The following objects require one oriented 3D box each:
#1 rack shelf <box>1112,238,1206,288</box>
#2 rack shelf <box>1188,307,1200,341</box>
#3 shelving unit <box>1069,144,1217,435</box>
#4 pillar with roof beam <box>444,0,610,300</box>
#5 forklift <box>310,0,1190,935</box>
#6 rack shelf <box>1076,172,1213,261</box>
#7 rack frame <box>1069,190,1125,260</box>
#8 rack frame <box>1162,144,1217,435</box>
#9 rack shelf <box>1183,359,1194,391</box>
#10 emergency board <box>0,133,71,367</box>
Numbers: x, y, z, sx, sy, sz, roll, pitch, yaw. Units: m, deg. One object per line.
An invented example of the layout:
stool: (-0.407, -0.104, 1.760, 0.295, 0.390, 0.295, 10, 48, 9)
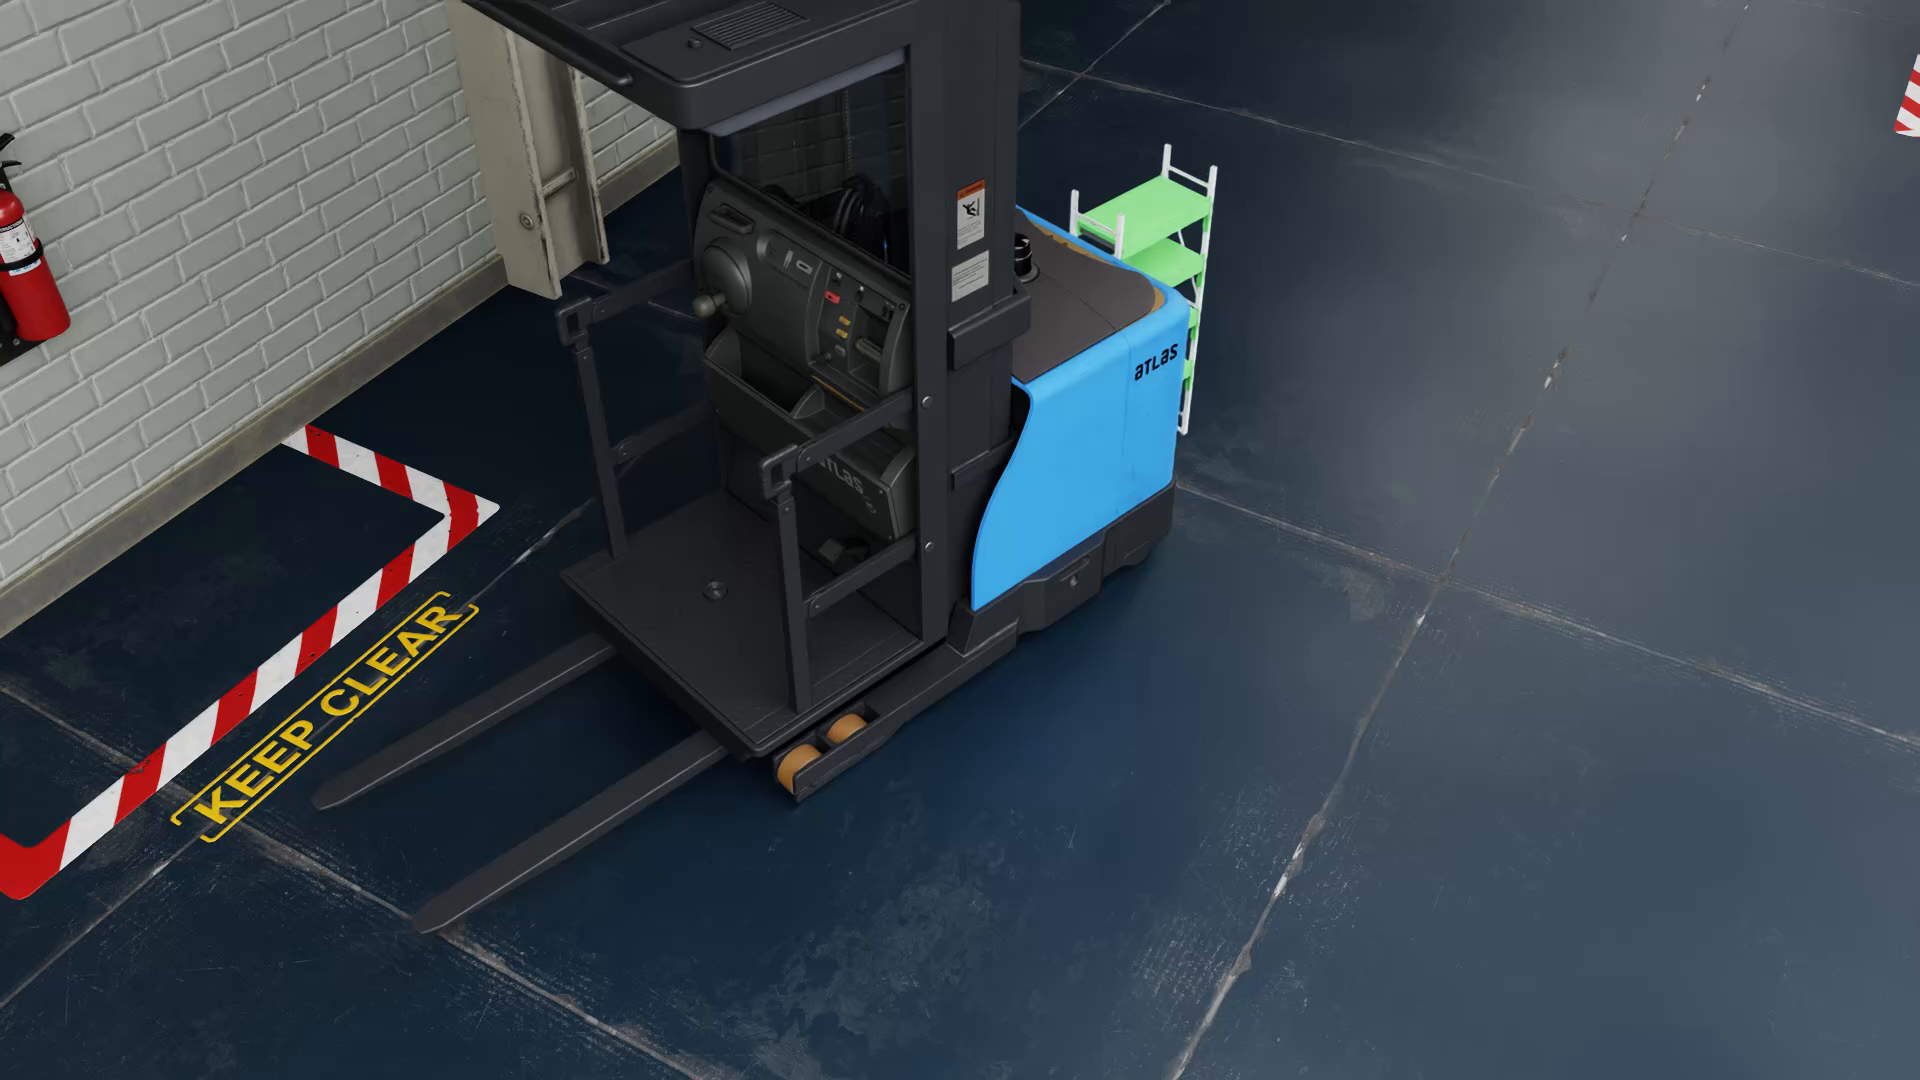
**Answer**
rack shelf: (0.655, -0.960, 6.165, 0.480, 0.148, 0.258, -32, 50, -31)
rack shelf: (0.655, -0.780, 6.324, 0.480, 0.148, 0.258, -32, 50, -31)
shelving unit: (0.655, -0.828, 6.282, 0.503, 1.200, 0.258, -32, 50, -31)
pillar with roof beam: (1.872, -3.196, 3.070, 9.100, 9.000, 0.400, 21, 45, 22)
forklift: (-0.633, -0.671, 4.795, 3.031, 2.935, 1.130, -32, 50, -31)
rack shelf: (0.655, -1.140, 6.007, 0.480, 0.148, 0.258, -32, 50, -31)
rack frame: (0.477, -0.717, 6.157, 0.015, 1.200, 0.240, -32, 50, -31)
rack frame: (0.834, -0.938, 6.407, 0.015, 1.200, 0.240, -32, 50, -31)
rack shelf: (0.655, -0.599, 6.483, 0.480, 0.148, 0.258, -32, 50, -31)
emergency board: (-3.125, -0.966, 5.078, 0.194, 1.169, 0.643, 21, 45, 22)
